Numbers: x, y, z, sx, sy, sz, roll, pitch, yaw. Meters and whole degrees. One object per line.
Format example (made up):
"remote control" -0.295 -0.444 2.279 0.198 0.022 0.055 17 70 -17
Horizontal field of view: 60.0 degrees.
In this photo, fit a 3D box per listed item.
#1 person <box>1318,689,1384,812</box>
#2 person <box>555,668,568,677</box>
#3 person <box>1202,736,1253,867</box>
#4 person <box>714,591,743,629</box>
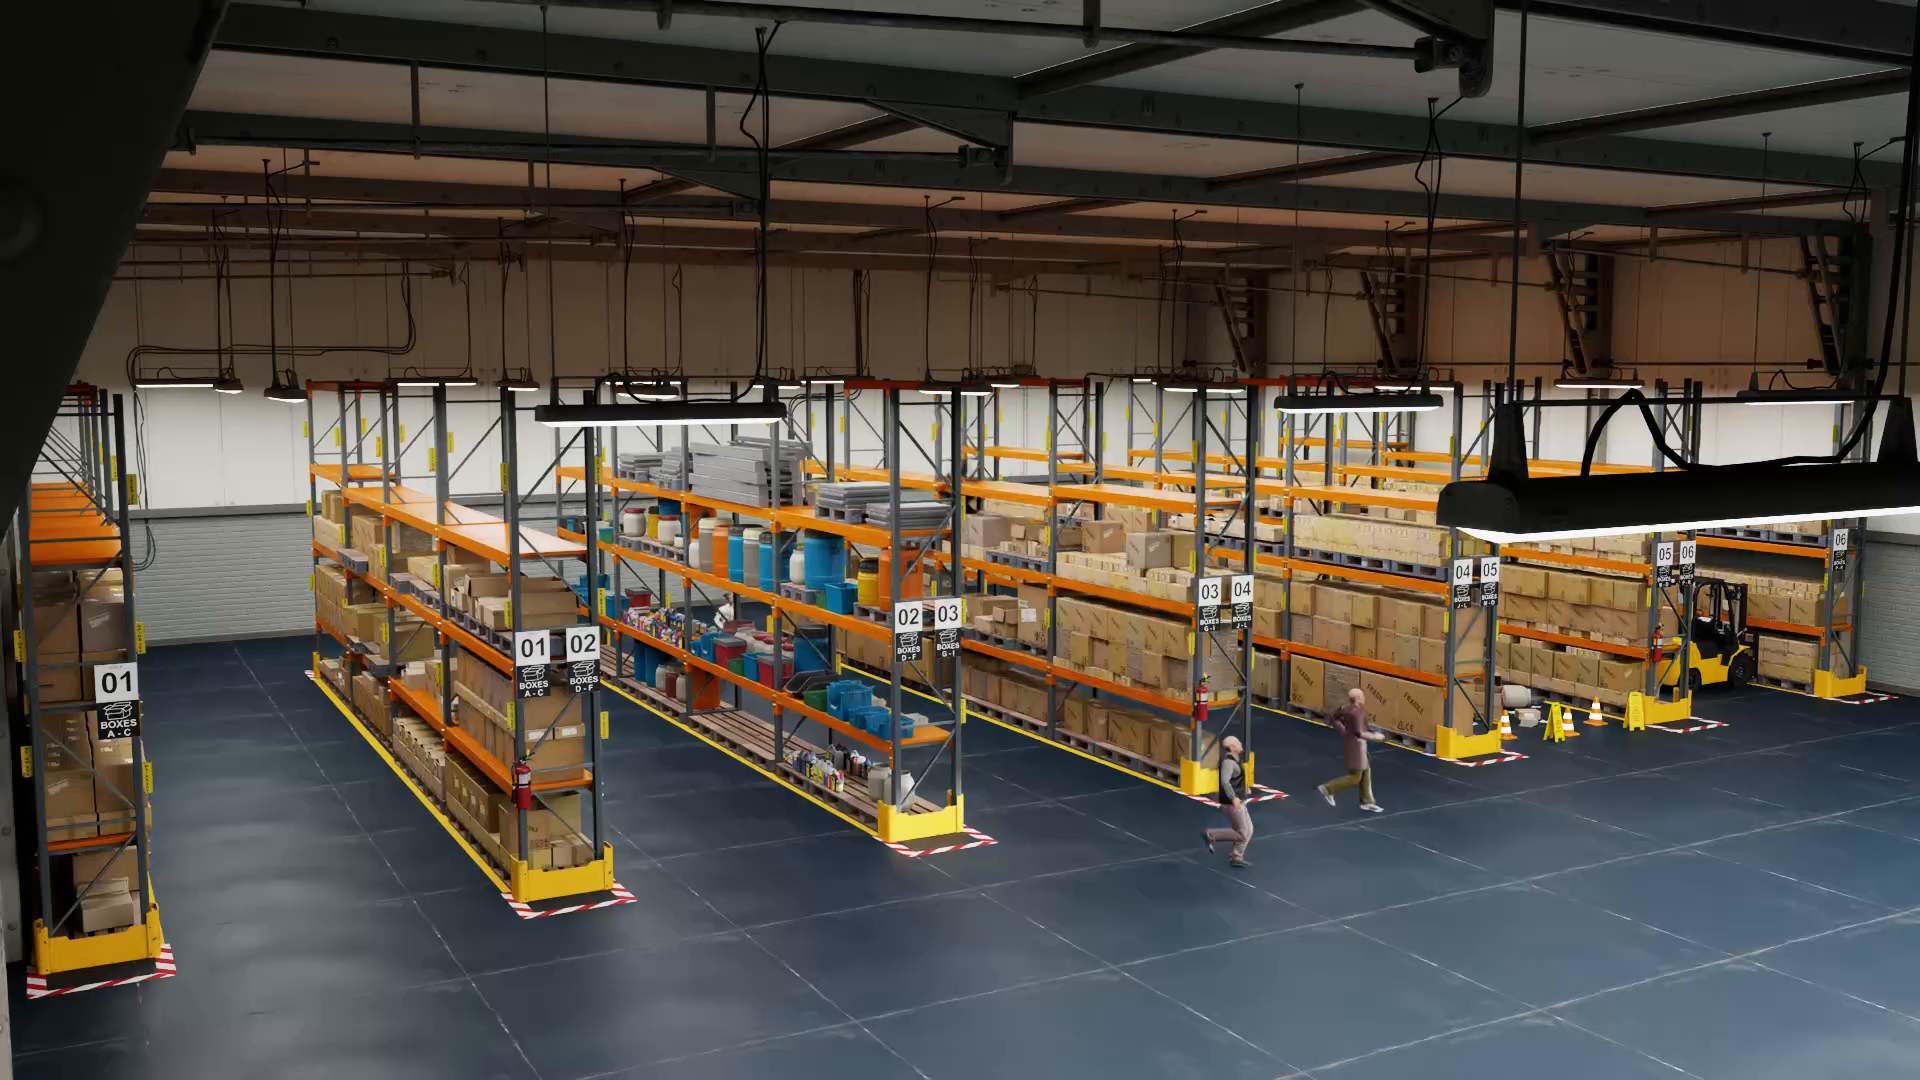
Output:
"person" 5.518 2.977 23.423 0.987 1.792 0.714 -1 6 -5
"person" -7.137 2.351 29.656 0.688 1.717 0.828 -4 7 -30
"person" 3.370 3.291 20.909 0.643 1.681 0.678 1 6 9
"person" -4.716 1.873 34.285 0.614 1.654 0.549 -6 8 -43
